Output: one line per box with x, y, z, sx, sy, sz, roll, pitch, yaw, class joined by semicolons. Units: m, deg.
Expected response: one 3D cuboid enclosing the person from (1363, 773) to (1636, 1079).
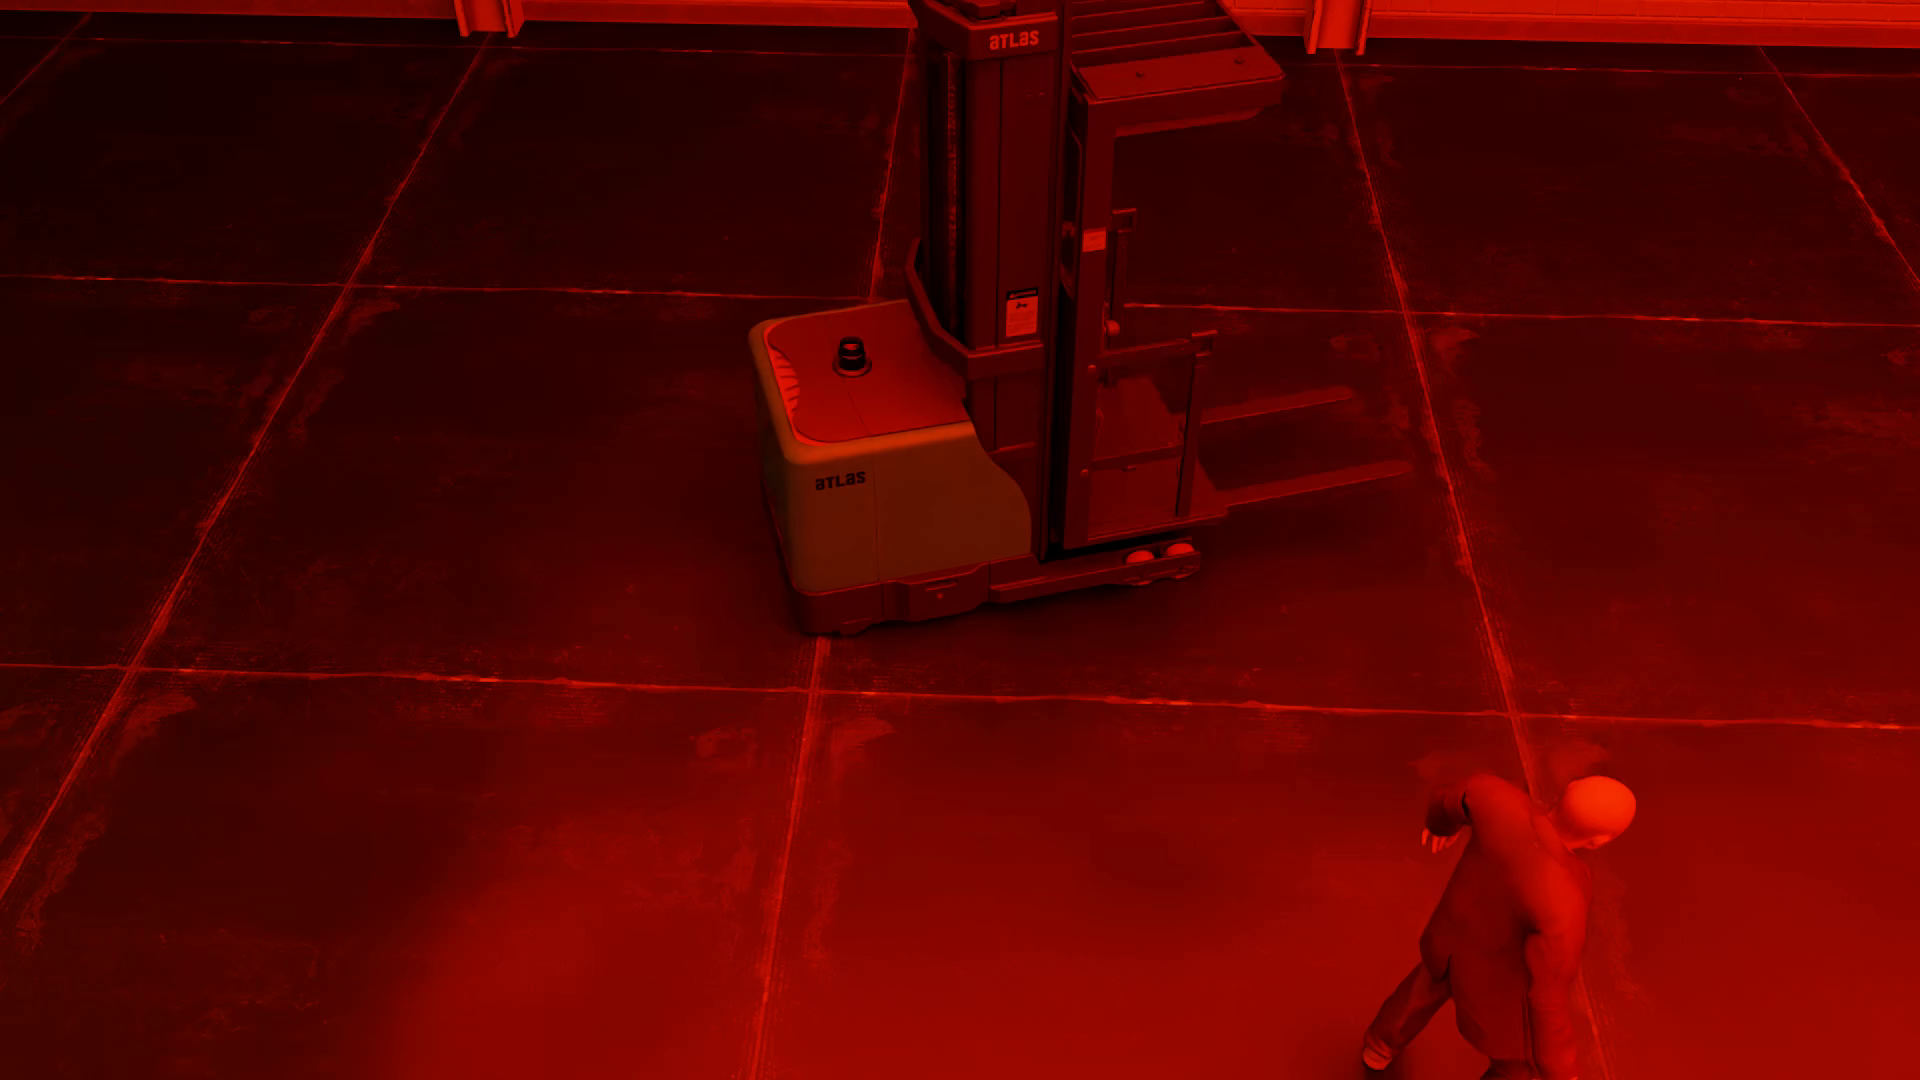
1.688;1.314;5.231;0.412;1.735;0.992;-14;44;-14;person

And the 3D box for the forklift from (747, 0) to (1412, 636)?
0.617;-1.206;7.063;3.031;2.935;1.130;-10;43;-11;forklift
